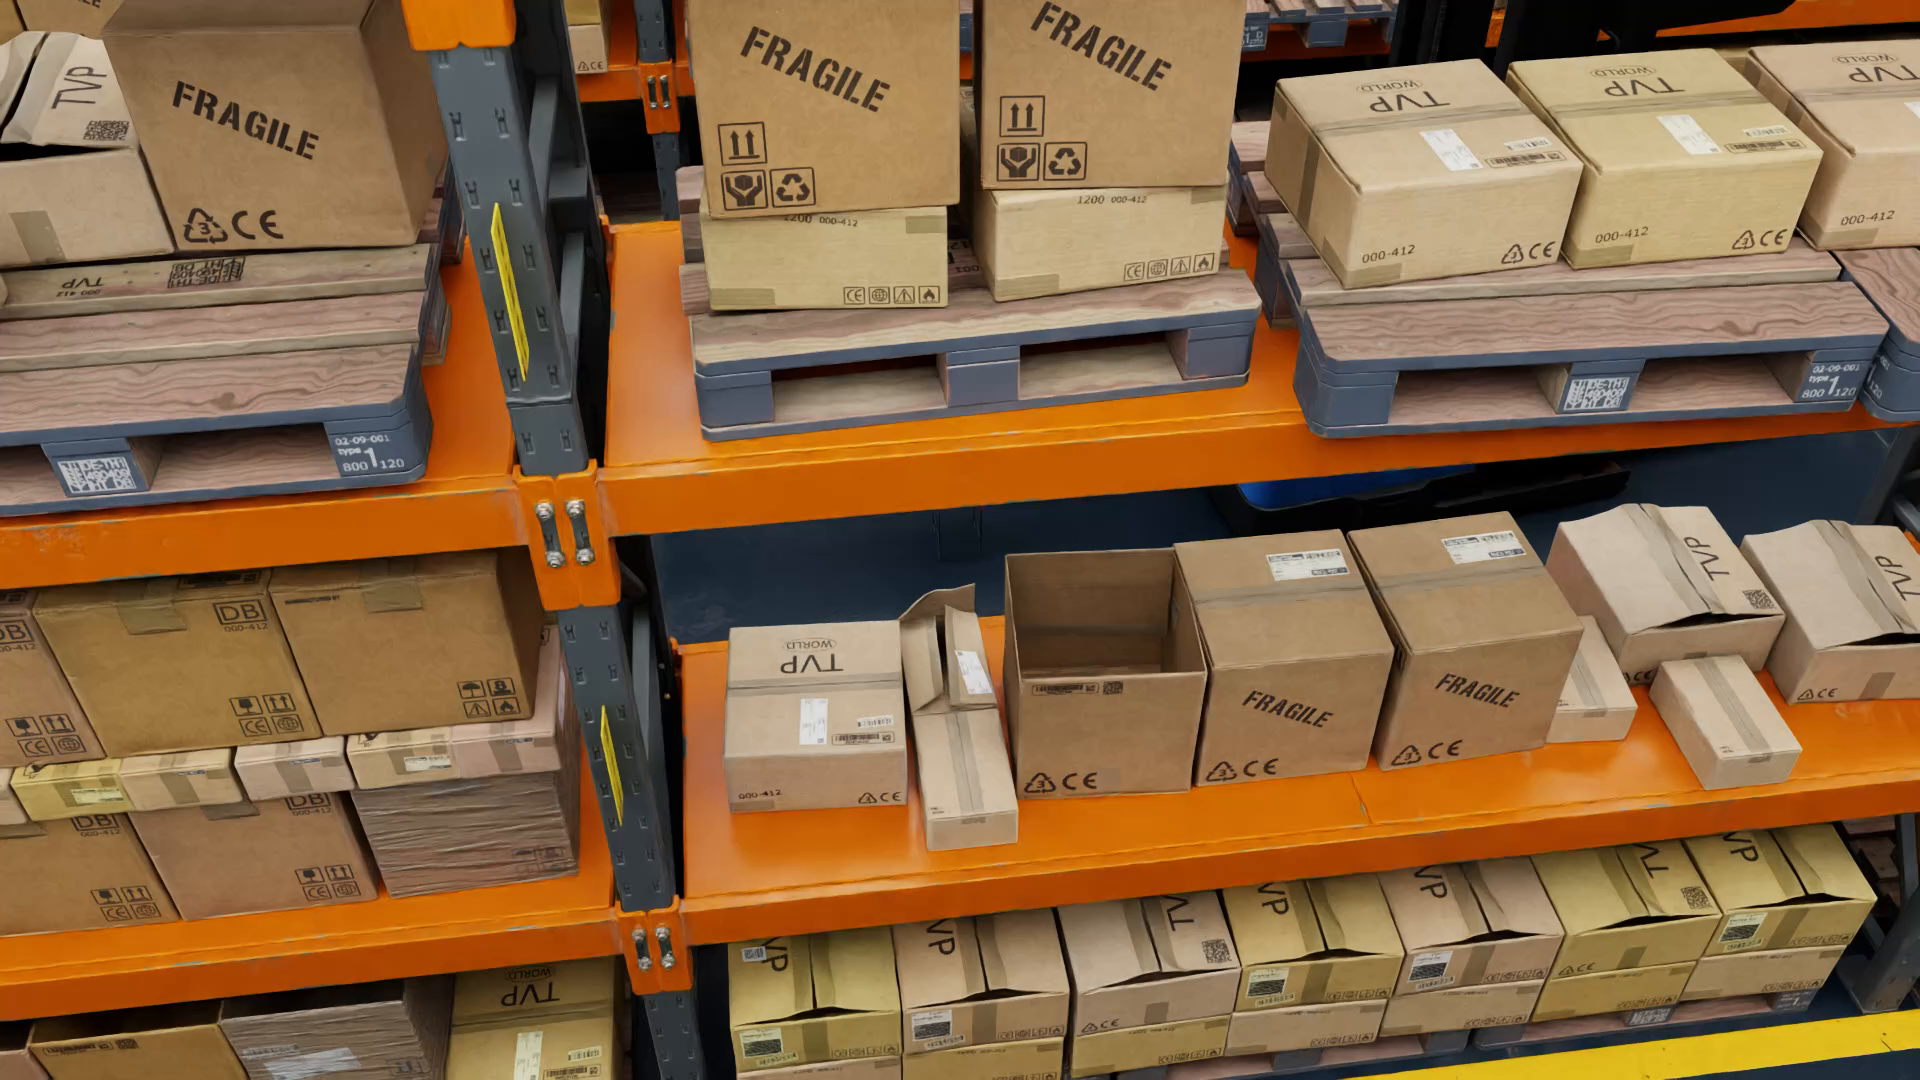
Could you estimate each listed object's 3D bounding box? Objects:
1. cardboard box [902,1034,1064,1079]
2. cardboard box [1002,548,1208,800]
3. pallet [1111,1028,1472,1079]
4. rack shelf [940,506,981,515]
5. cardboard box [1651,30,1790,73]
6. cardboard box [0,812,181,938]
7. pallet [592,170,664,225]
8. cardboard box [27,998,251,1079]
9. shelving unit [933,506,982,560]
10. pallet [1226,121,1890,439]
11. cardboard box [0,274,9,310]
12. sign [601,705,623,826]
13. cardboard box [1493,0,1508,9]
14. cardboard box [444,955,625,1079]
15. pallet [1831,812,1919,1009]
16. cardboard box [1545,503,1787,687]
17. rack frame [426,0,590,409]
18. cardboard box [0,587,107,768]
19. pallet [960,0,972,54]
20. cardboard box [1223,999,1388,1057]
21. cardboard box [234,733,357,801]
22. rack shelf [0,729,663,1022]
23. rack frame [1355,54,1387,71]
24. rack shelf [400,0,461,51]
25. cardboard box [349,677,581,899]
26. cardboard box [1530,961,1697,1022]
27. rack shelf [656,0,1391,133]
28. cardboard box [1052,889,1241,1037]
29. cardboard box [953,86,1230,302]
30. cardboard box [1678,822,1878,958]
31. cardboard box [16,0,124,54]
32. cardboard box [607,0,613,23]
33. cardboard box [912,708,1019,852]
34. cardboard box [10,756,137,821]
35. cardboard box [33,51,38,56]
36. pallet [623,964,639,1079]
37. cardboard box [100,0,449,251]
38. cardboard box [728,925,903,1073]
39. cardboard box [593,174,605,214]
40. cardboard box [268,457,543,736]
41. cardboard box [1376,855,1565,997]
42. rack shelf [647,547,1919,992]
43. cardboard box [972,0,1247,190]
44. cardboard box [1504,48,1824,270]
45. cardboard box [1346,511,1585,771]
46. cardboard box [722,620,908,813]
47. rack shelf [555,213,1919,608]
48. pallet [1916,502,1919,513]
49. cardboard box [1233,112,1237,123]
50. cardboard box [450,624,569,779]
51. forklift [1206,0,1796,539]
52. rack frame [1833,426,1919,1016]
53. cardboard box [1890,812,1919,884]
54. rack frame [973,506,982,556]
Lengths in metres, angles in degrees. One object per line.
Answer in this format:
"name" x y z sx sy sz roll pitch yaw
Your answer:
"cardboard box" 0.045 1.469 5.337 0.500 0.250 0.500 -4 42 -4
"cardboard box" 0.392 0.379 4.731 0.500 0.500 0.500 -2 42 -2
"pallet" 1.044 1.355 5.805 1.213 0.211 1.003 -5 42 -6
"rack shelf" -0.014 -0.233 7.252 0.180 0.103 0.258 -5 42 -6
"cardboard box" 4.042 -2.526 9.317 0.750 0.750 0.750 -5 42 -6
"cardboard box" -2.353 0.614 4.470 0.500 0.500 0.700 -4 42 -5
"pallet" -2.201 -1.655 9.142 1.213 0.211 1.003 -5 42 -6
"cardboard box" -2.318 1.371 4.885 0.500 0.500 0.500 -5 42 -6
"shelving unit" -0.014 -0.444 7.062 0.189 1.200 0.258 -5 42 -6
"pallet" 1.302 -0.656 3.854 1.213 0.211 1.003 -3 42 -4
"cardboard box" -2.055 -0.425 3.226 0.250 0.149 0.380 -5 42 -6
"sign" -0.821 0.535 3.927 0.005 0.325 0.100 -5 42 -6
"cardboard box" 2.783 -2.908 8.622 0.250 0.149 0.380 -6 42 -6
"cardboard box" -1.325 1.568 5.227 0.500 0.250 0.500 -5 42 -6
"pallet" 3.817 1.166 6.015 1.213 0.211 1.003 -5 42 -6
"cardboard box" 2.160 0.152 5.123 0.500 0.311 0.500 -5 42 -6
"rack frame" -0.894 -1.710 2.642 0.127 3.000 1.000 -5 42 -6
"cardboard box" -2.331 0.129 4.039 0.500 0.500 0.700 -5 42 -6
"pallet" 0.469 -2.849 8.527 1.213 0.211 1.003 -5 42 -6
"cardboard box" 1.063 1.378 5.437 0.500 0.250 0.500 -4 42 -5
"cardboard box" -1.641 0.450 4.168 0.250 0.149 0.380 -6 42 -7
"rack shelf" -2.877 0.958 4.700 4.000 0.370 1.077 -5 42 -6
"rack frame" 2.426 -3.119 8.684 0.127 3.000 1.000 -5 42 -6
"rack shelf" -2.877 -1.121 2.825 4.000 0.370 1.077 -5 42 -6
"cardboard box" -1.333 0.523 4.571 0.500 0.500 0.700 -6 42 -7
"cardboard box" 2.072 1.290 5.535 0.500 0.250 0.500 -5 42 -6
"rack shelf" 0.443 -2.679 8.732 4.000 0.370 1.077 -5 42 -6
"cardboard box" 0.558 1.218 5.196 0.500 0.311 0.500 -6 42 -7
"cardboard box" 0.262 -0.793 3.664 0.500 0.250 0.500 -9 43 -10
"cardboard box" 2.585 1.036 5.398 0.500 0.311 0.500 -4 42 -4
"cardboard box" -3.989 -2.574 7.616 0.500 0.500 0.500 -6 42 -7
"cardboard box" -2.034 -2.825 8.455 0.500 0.250 0.500 -5 42 -5
"cardboard box" 0.011 0.670 4.671 0.250 0.149 0.380 -5 42 -6
"cardboard box" -2.145 0.493 4.120 0.250 0.149 0.380 -5 42 -6
"cardboard box" -4.468 -2.262 7.831 0.500 0.250 0.500 -6 42 -7
"pallet" -1.688 1.594 5.540 1.213 0.211 1.003 -5 42 -6
"cardboard box" -1.428 -0.973 3.572 0.500 0.500 0.500 -2 42 -2
"cardboard box" -0.452 1.304 5.101 0.500 0.311 0.500 -5 42 -5
"cardboard box" -2.067 -1.817 9.027 0.250 0.166 0.380 -10 43 -11
"cardboard box" -1.333 0.041 4.136 0.500 0.500 0.700 -5 42 -5
"cardboard box" 1.569 1.128 5.296 0.500 0.311 0.500 -5 42 -6
"rack shelf" 1.089 0.611 5.085 4.000 0.370 1.077 -5 42 -6
"cardboard box" 0.284 -1.067 3.408 0.500 0.500 0.500 -1 42 -1
"cardboard box" 1.544 -0.867 3.746 0.500 0.250 0.500 -6 42 -6
"cardboard box" 1.411 0.290 4.830 0.500 0.500 0.500 -7 43 -8
"cardboard box" -0.412 0.502 4.782 0.500 0.250 0.500 -3 42 -3
"rack shelf" 1.089 -0.503 4.081 4.000 0.370 1.077 -5 42 -6
"pallet" 3.735 0.136 5.218 1.003 0.211 1.213 -5 42 -6
"cardboard box" 1.193 -2.290 9.302 0.500 0.500 0.700 -5 42 -6
"cardboard box" -1.136 0.405 4.217 0.250 0.149 0.380 -5 42 -6
"forklift" 2.570 -1.582 7.031 3.031 2.935 1.130 -11 43 -12
"rack frame" 3.072 0.170 5.037 0.127 3.000 1.000 -5 42 -6
"cardboard box" 3.561 1.085 5.560 0.500 0.500 0.500 -3 42 -4
"rack frame" 0.076 -0.452 7.071 0.006 1.200 0.240 -5 42 -6
